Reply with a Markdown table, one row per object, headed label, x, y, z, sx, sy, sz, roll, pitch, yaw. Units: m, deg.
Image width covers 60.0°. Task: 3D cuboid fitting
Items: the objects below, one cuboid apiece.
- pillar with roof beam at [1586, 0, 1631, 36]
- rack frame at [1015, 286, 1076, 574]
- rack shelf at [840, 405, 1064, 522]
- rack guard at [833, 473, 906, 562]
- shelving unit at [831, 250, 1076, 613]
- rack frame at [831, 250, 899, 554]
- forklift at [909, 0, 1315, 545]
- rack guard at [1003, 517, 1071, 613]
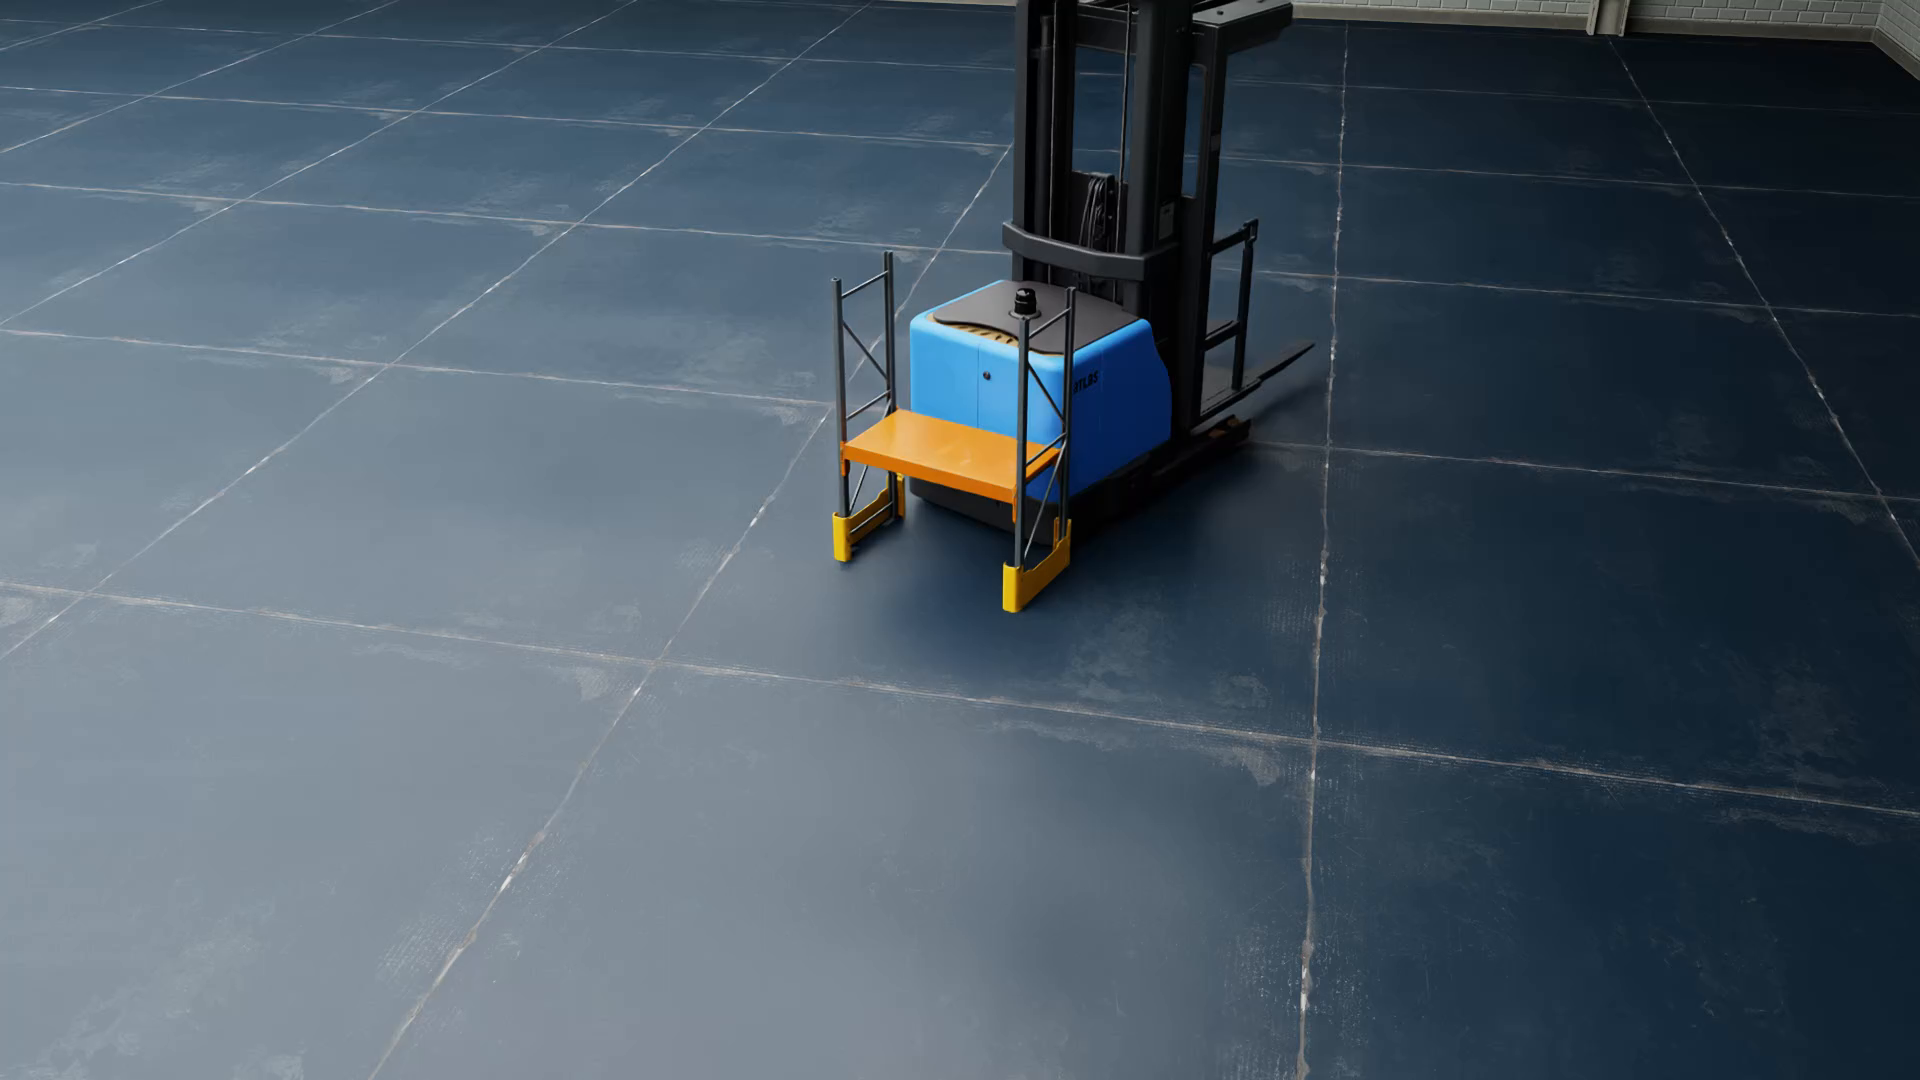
| label | x | y | z | sx | sy | sz | roll | pitch | yaw |
| --- | --- | --- | --- | --- | --- | --- | --- | --- | --- |
| pillar with roof beam | 6.761 | -7.952 | 13.903 | 0.400 | 9.000 | 9.100 | 6 | 29 | 11 |
| rack frame | 0.403 | -0.424 | 7.964 | 0.032 | 1.500 | 0.500 | 16 | 32 | 27 |
| rack shelf | -0.034 | -0.391 | 8.277 | 1.000 | 0.185 | 0.538 | 16 | 32 | 27 |
| rack guard | -0.471 | -0.125 | 8.717 | 0.087 | 0.250 | 0.587 | 16 | 32 | 27 |
| shelving unit | -0.042 | -0.551 | 8.195 | 1.083 | 1.500 | 0.587 | 16 | 32 | 27 |
| rack frame | -0.472 | -0.673 | 8.418 | 0.032 | 1.500 | 0.500 | 16 | 32 | 27 |
| forklift | 1.047 | -1.896 | 9.161 | 1.130 | 2.935 | 3.031 | 22 | 35 | 34 |
| rack guard | 0.387 | 0.119 | 8.272 | 0.087 | 0.250 | 0.587 | 16 | 32 | 27 |
